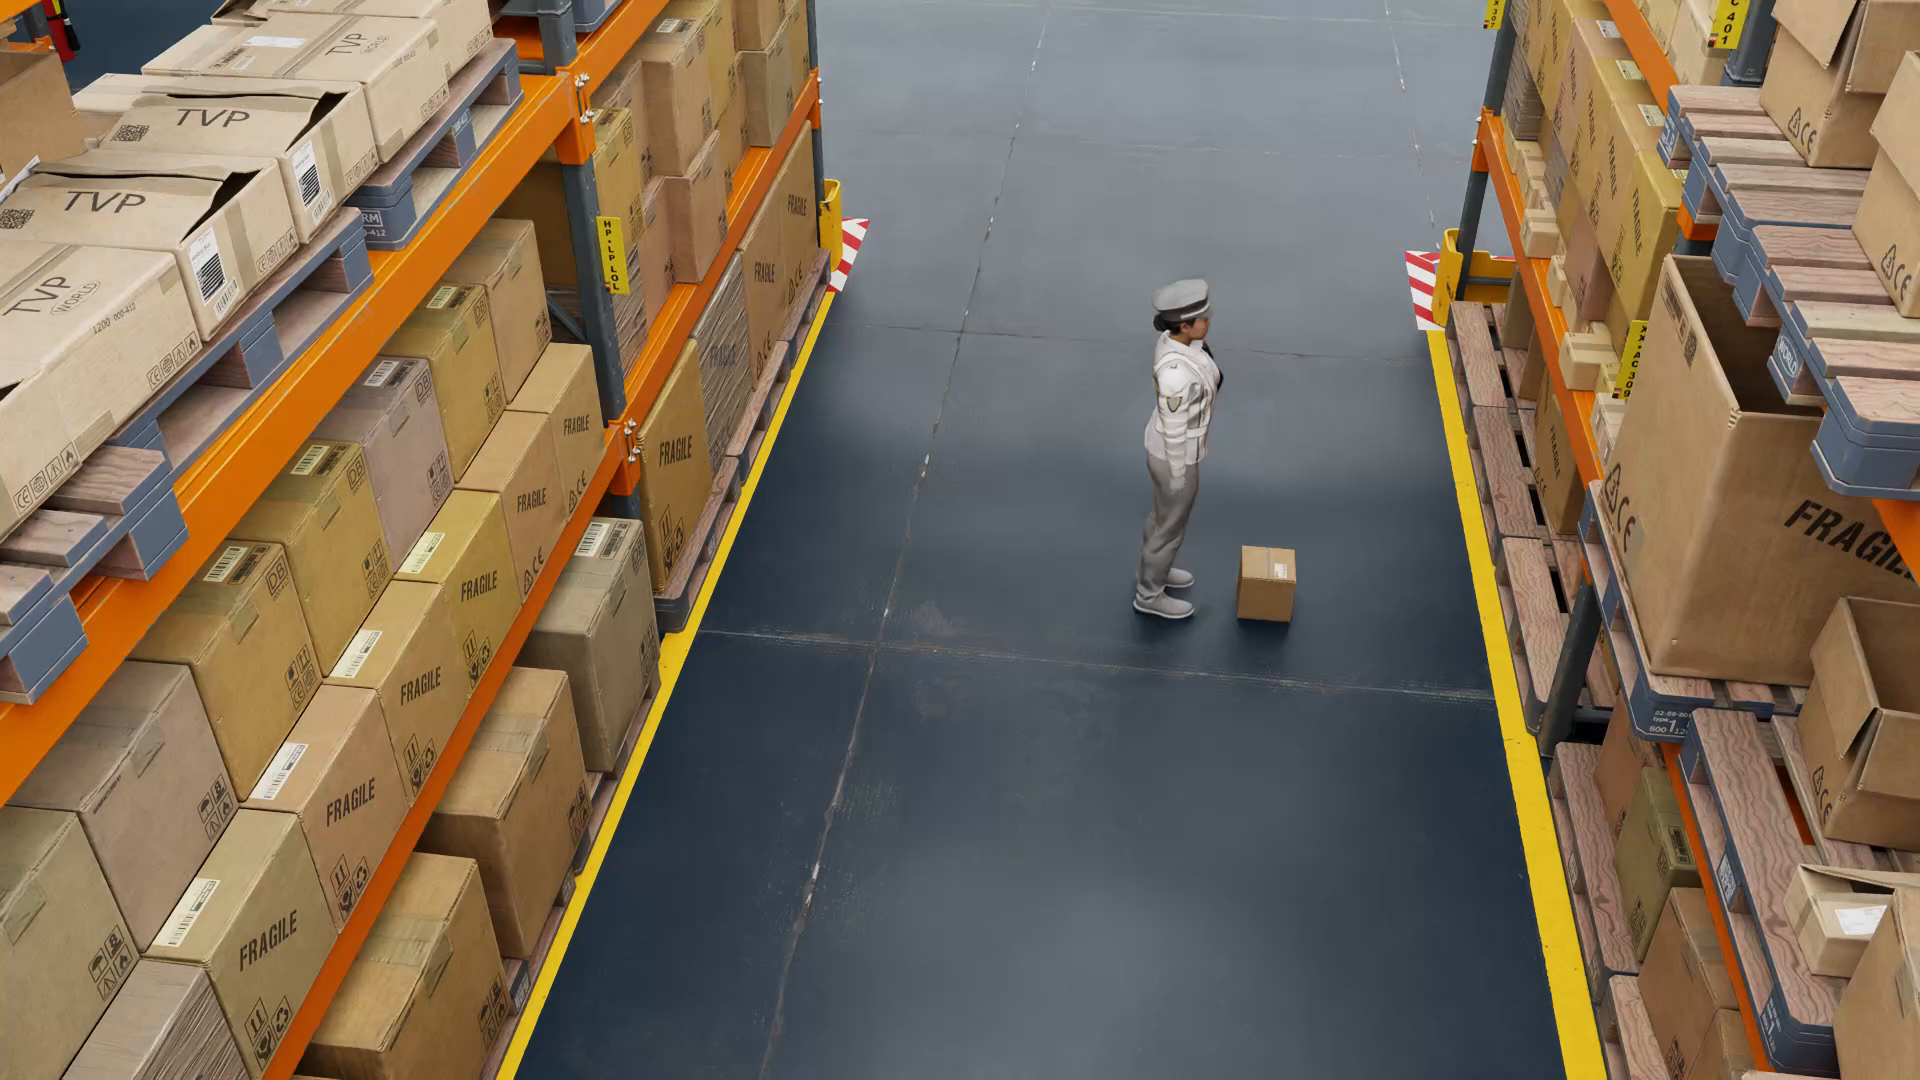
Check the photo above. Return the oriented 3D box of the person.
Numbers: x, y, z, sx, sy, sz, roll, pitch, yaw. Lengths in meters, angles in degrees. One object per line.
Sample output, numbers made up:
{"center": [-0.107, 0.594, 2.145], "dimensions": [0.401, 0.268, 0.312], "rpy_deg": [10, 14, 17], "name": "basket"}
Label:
{"center": [0.994, -0.409, 7.583], "dimensions": [0.345, 1.687, 0.466], "rpy_deg": [5, 37, 7], "name": "person"}
